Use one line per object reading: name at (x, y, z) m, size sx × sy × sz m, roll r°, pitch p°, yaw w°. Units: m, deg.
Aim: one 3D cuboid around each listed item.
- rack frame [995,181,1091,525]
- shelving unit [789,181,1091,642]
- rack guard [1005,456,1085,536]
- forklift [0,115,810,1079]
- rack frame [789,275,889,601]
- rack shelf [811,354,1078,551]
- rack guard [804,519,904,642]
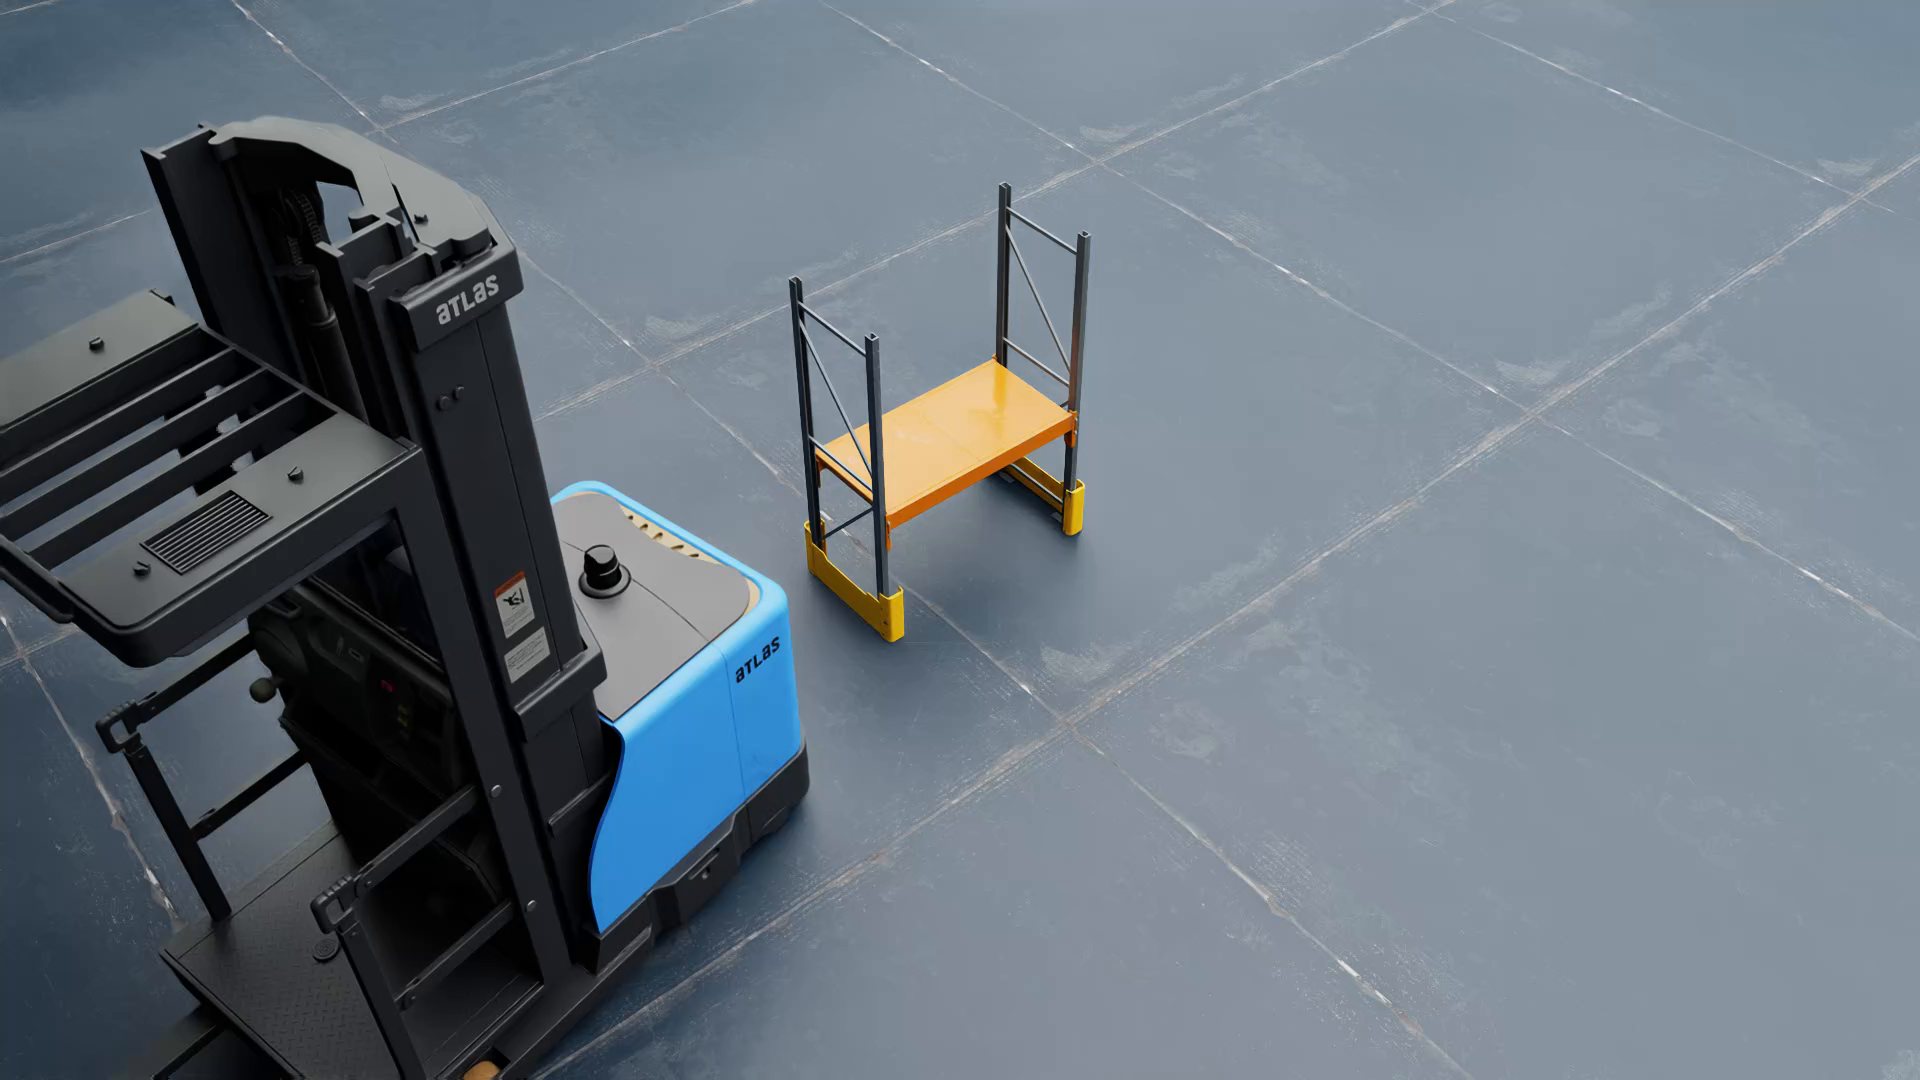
rack frame at (0.324, -0.733, 6.934) m, size 0.032 × 1.500 × 0.500 m, roll -30°, pitch 51°, yaw -28°
shelving unit at (-0.058, -0.513, 6.701) m, size 1.083 × 1.500 × 0.587 m, roll -30°, pitch 51°, yaw -28°
rack guard at (0.324, -0.276, 7.362) m, size 0.087 × 0.250 × 0.587 m, roll -30°, pitch 51°, yaw -28°
forklift at (-1.857, 0.476, 4.602) m, size 1.130 × 2.935 × 3.031 m, roll 28°, pitch 50°, yaw 26°
rack frame at (-0.455, -0.286, 6.459) m, size 0.032 × 1.500 × 0.500 m, roll -30°, pitch 51°, yaw -28°
rack shelf at (-0.065, -0.378, 6.820) m, size 1.000 × 0.185 × 0.538 m, roll -30°, pitch 51°, yaw -28°
rack guard at (-0.440, 0.161, 6.896) m, size 0.087 × 0.250 × 0.587 m, roll -30°, pitch 51°, yaw -28°
